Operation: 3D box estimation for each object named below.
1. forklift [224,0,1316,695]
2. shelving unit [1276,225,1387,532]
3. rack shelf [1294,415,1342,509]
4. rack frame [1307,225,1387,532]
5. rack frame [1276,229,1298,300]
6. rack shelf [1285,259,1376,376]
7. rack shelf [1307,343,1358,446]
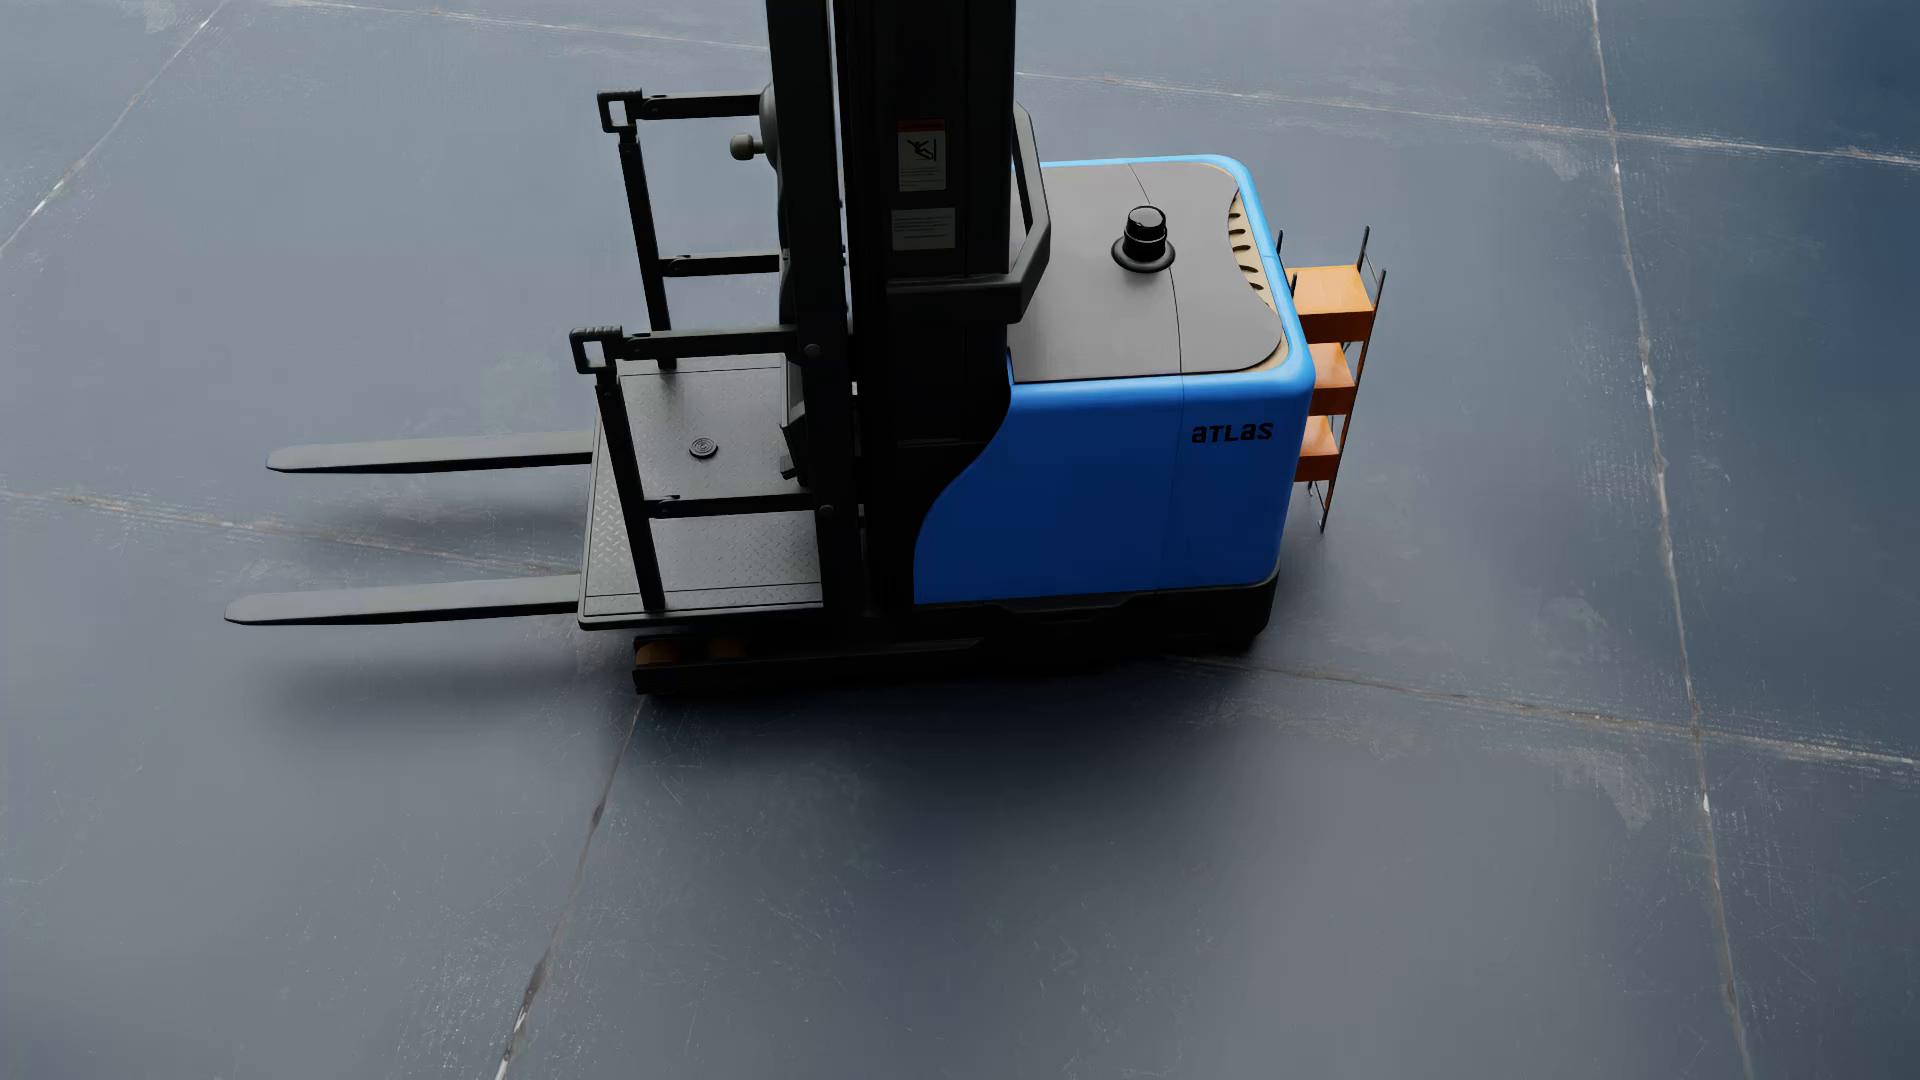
[{"bbox_3d":[-0.621,-0.942,4.126,3.031,2.935,1.130,-3,48,-3],"label":"forklift"},{"bbox_3d":[1.020,-0.444,4.943,0.252,1.050,0.215,-3,48,-3],"label":"shelving unit"},{"bbox_3d":[1.020,-0.252,5.158,0.240,0.259,0.215,-3,48,-3],"label":"rack shelf"},{"bbox_3d":[1.142,-0.452,4.950,0.008,1.050,0.200,-3,48,-3],"label":"rack frame"},{"bbox_3d":[0.898,-0.437,4.937,0.008,1.050,0.200,-3,48,-3],"label":"rack frame"},{"bbox_3d":[1.020,-0.627,4.740,0.240,0.259,0.215,-3,48,-3],"label":"rack shelf"},{"bbox_3d":[1.020,-0.437,4.951,0.240,0.259,0.215,-3,48,-3],"label":"rack shelf"}]
